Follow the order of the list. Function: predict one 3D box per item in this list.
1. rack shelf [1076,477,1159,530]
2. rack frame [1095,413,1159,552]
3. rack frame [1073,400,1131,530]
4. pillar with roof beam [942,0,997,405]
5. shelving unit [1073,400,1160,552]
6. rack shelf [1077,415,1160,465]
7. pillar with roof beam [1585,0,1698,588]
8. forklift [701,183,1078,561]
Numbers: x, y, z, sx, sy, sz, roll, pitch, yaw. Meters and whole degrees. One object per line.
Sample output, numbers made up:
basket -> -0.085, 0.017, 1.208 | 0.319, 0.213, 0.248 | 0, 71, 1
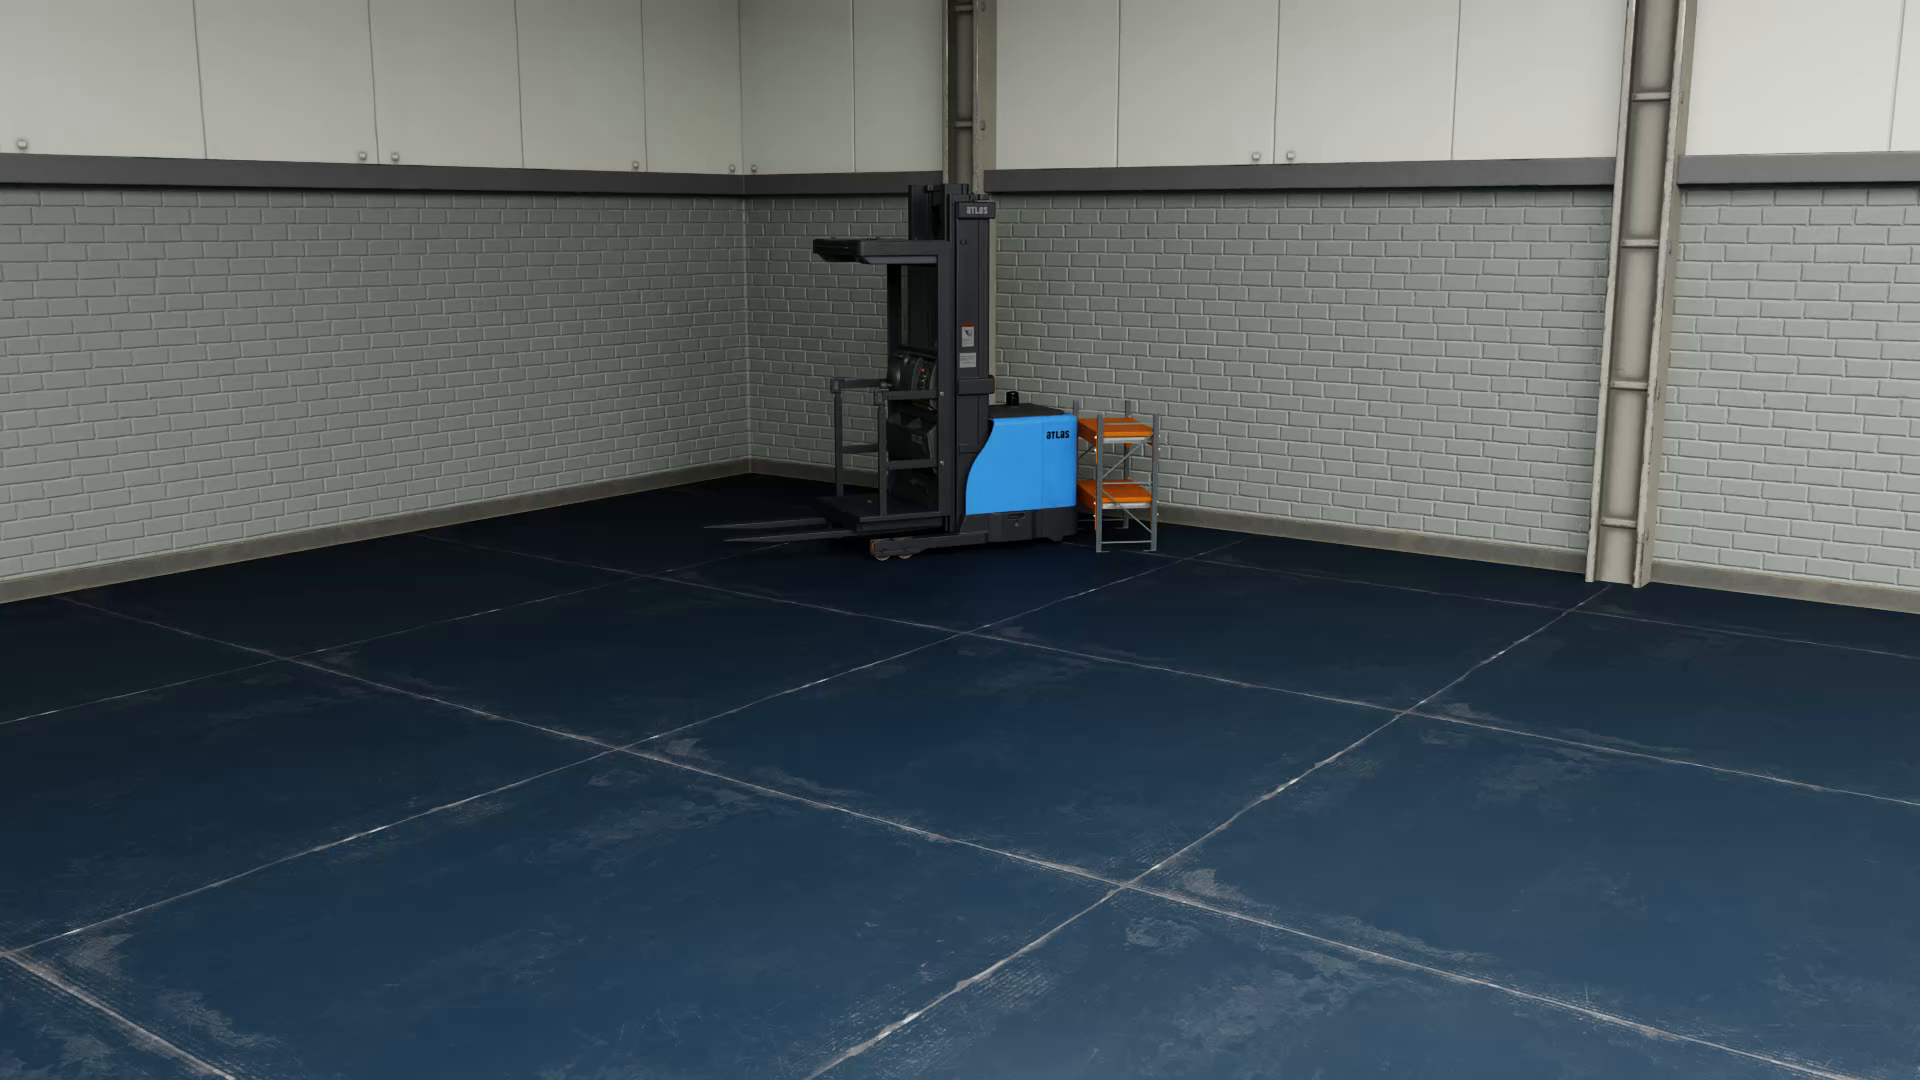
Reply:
rack shelf -> 1.288, -0.315, 13.986 | 0.538, 0.278, 1.000 | -1, 11, -7
rack frame -> 1.352, -0.460, 13.445 | 0.500, 1.125, 0.032 | -1, 11, -7
rack frame -> 1.223, -0.651, 14.435 | 0.500, 1.125, 0.032 | -1, 11, -7
pillar with roof beam -> -2.461, -4.127, 11.669 | 0.400, 9.000, 9.100 | 8, 13, 36
shelving unit -> 1.288, -0.556, 13.940 | 0.538, 1.125, 1.048 | -1, 11, -7
rack shelf -> 1.288, -0.843, 13.884 | 0.538, 0.278, 1.000 | -1, 11, -7
pillar with roof beam -> 2.375, -3.452, 8.182 | 0.400, 9.000, 9.100 | 8, 13, 36
forklift -> -0.575, -1.390, 13.497 | 3.031, 2.935, 1.130 | -5, 12, -24
